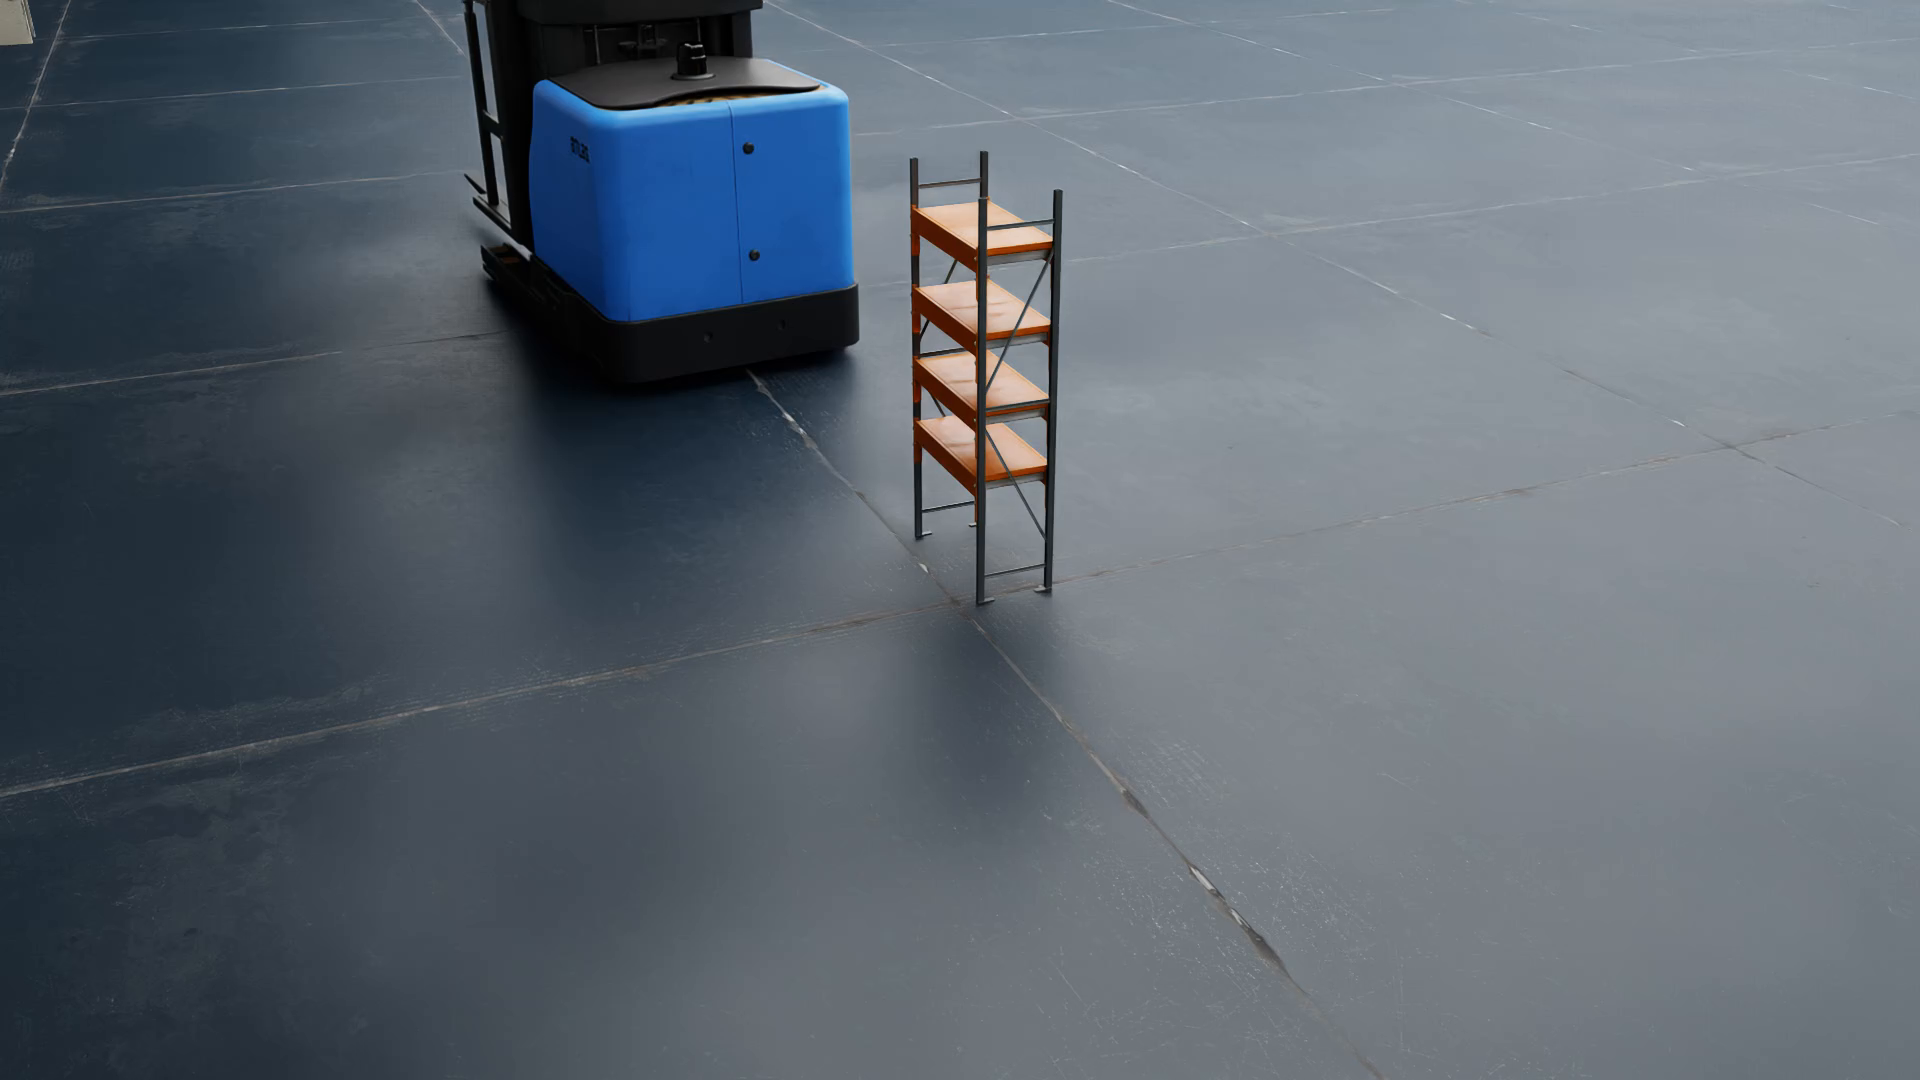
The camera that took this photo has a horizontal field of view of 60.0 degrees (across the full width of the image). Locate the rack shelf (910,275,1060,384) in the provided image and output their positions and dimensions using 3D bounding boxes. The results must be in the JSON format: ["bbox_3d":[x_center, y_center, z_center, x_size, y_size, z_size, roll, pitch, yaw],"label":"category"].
[{"bbox_3d":[0.065,-0.613,4.781,0.258,0.148,0.480,-11,28,-21],"label":"rack shelf"}]

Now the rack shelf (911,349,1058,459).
[{"bbox_3d":[0.065,-0.412,4.879,0.258,0.148,0.480,-11,28,-21],"label":"rack shelf"}]

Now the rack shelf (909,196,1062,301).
[{"bbox_3d":[0.065,-0.825,4.677,0.258,0.148,0.480,-11,28,-21],"label":"rack shelf"}]

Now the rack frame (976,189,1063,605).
[{"bbox_3d":[0.160,-0.374,4.648,0.240,1.200,0.015,-11,28,-21],"label":"rack frame"}]

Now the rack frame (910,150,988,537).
[{"bbox_3d":[-0.031,-0.571,5.052,0.240,1.200,0.015,-11,28,-21],"label":"rack frame"}]

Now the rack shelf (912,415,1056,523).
[{"bbox_3d":[0.065,-0.233,4.967,0.258,0.148,0.480,-11,28,-21],"label":"rack shelf"}]

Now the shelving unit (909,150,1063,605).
[{"bbox_3d":[0.065,-0.472,4.850,0.258,1.200,0.503,-11,28,-21],"label":"shelving unit"}]

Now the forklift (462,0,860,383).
[{"bbox_3d":[-1.556,-2.521,7.074,1.130,2.935,3.031,-13,29,-26],"label":"forklift"}]
